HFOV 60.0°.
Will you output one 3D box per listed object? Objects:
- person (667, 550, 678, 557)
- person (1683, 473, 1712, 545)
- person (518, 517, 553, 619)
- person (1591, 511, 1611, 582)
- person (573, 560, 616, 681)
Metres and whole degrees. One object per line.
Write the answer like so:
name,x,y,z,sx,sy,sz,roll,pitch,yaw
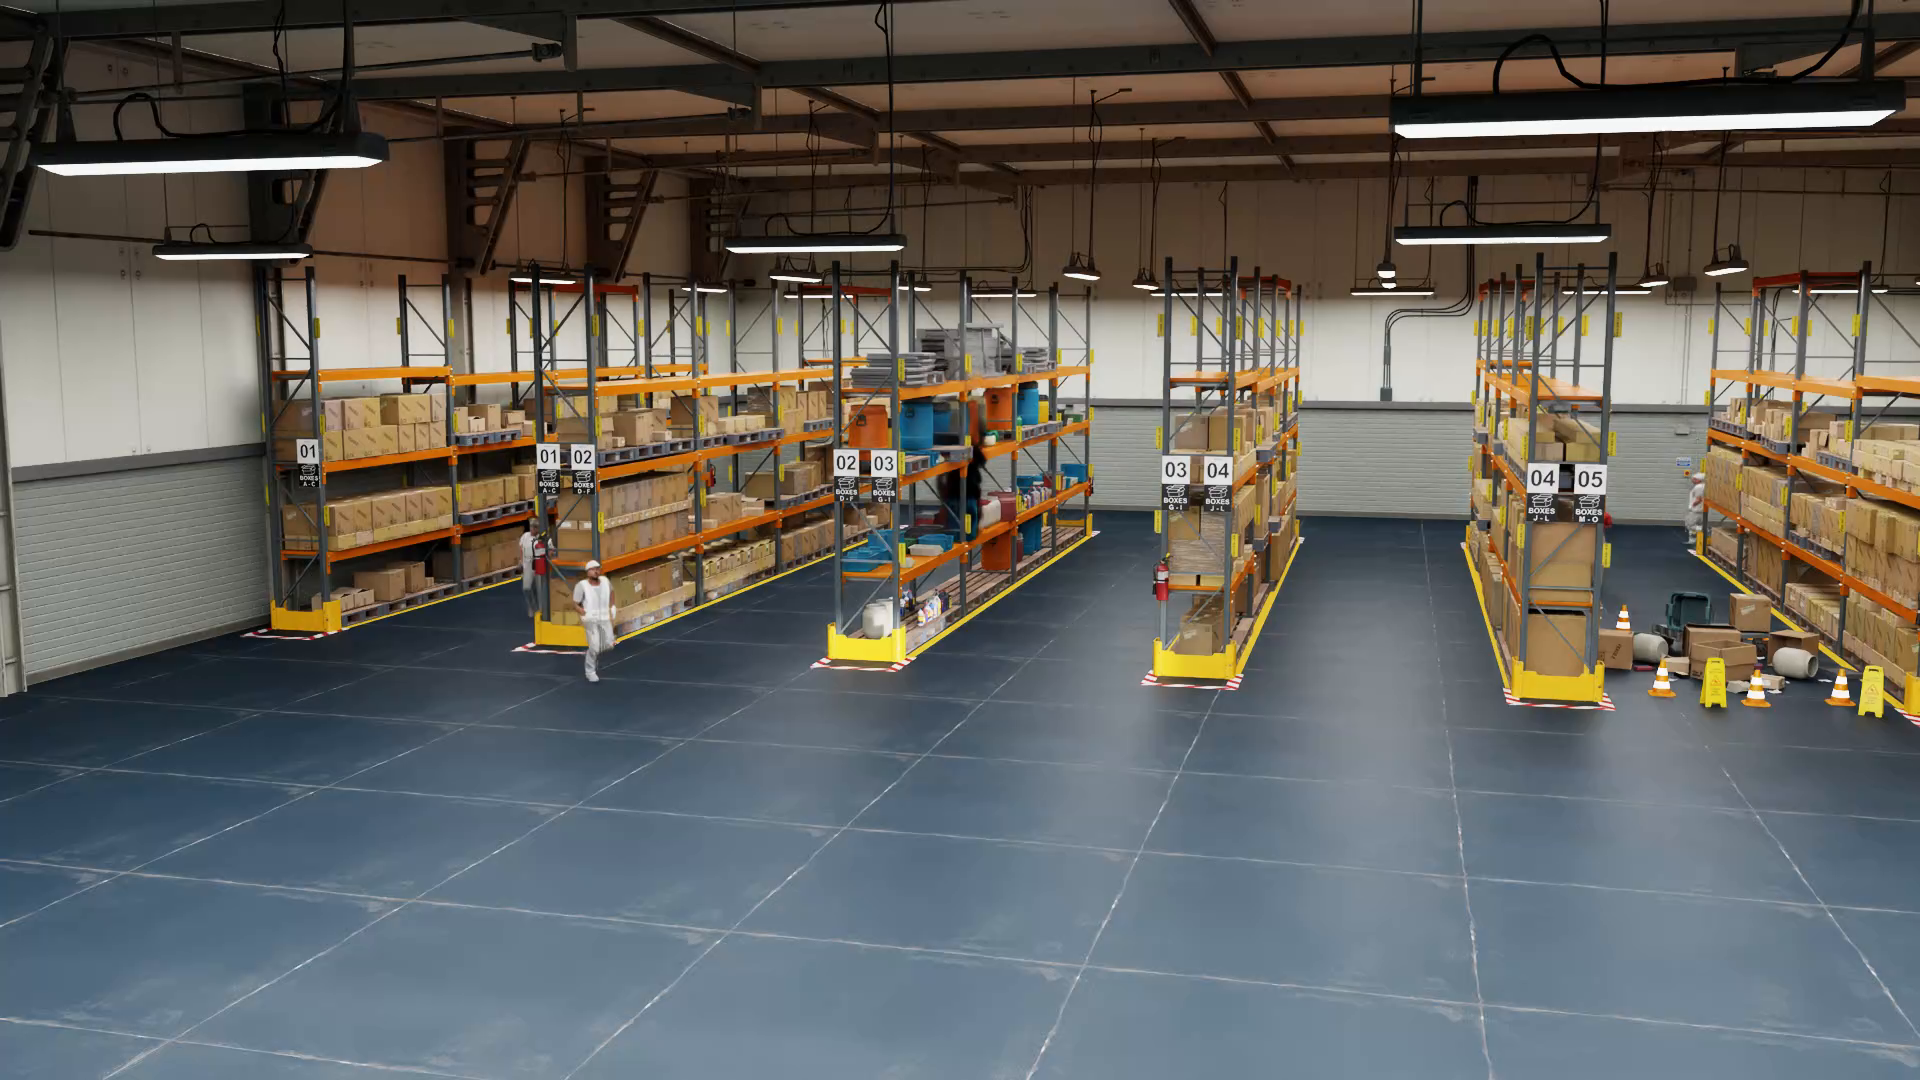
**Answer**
person,-5.983,-0.200,34.164,0.704,1.734,0.653,2,7,12
person,16.979,-0.694,38.224,0.672,1.723,0.710,5,9,35
person,-7.366,0.488,28.810,0.633,1.782,0.785,0,7,-2
person,12.530,-0.011,32.942,0.651,1.682,0.607,1,7,11
person,-5.187,1.146,23.740,0.704,1.742,0.666,-6,9,-37
